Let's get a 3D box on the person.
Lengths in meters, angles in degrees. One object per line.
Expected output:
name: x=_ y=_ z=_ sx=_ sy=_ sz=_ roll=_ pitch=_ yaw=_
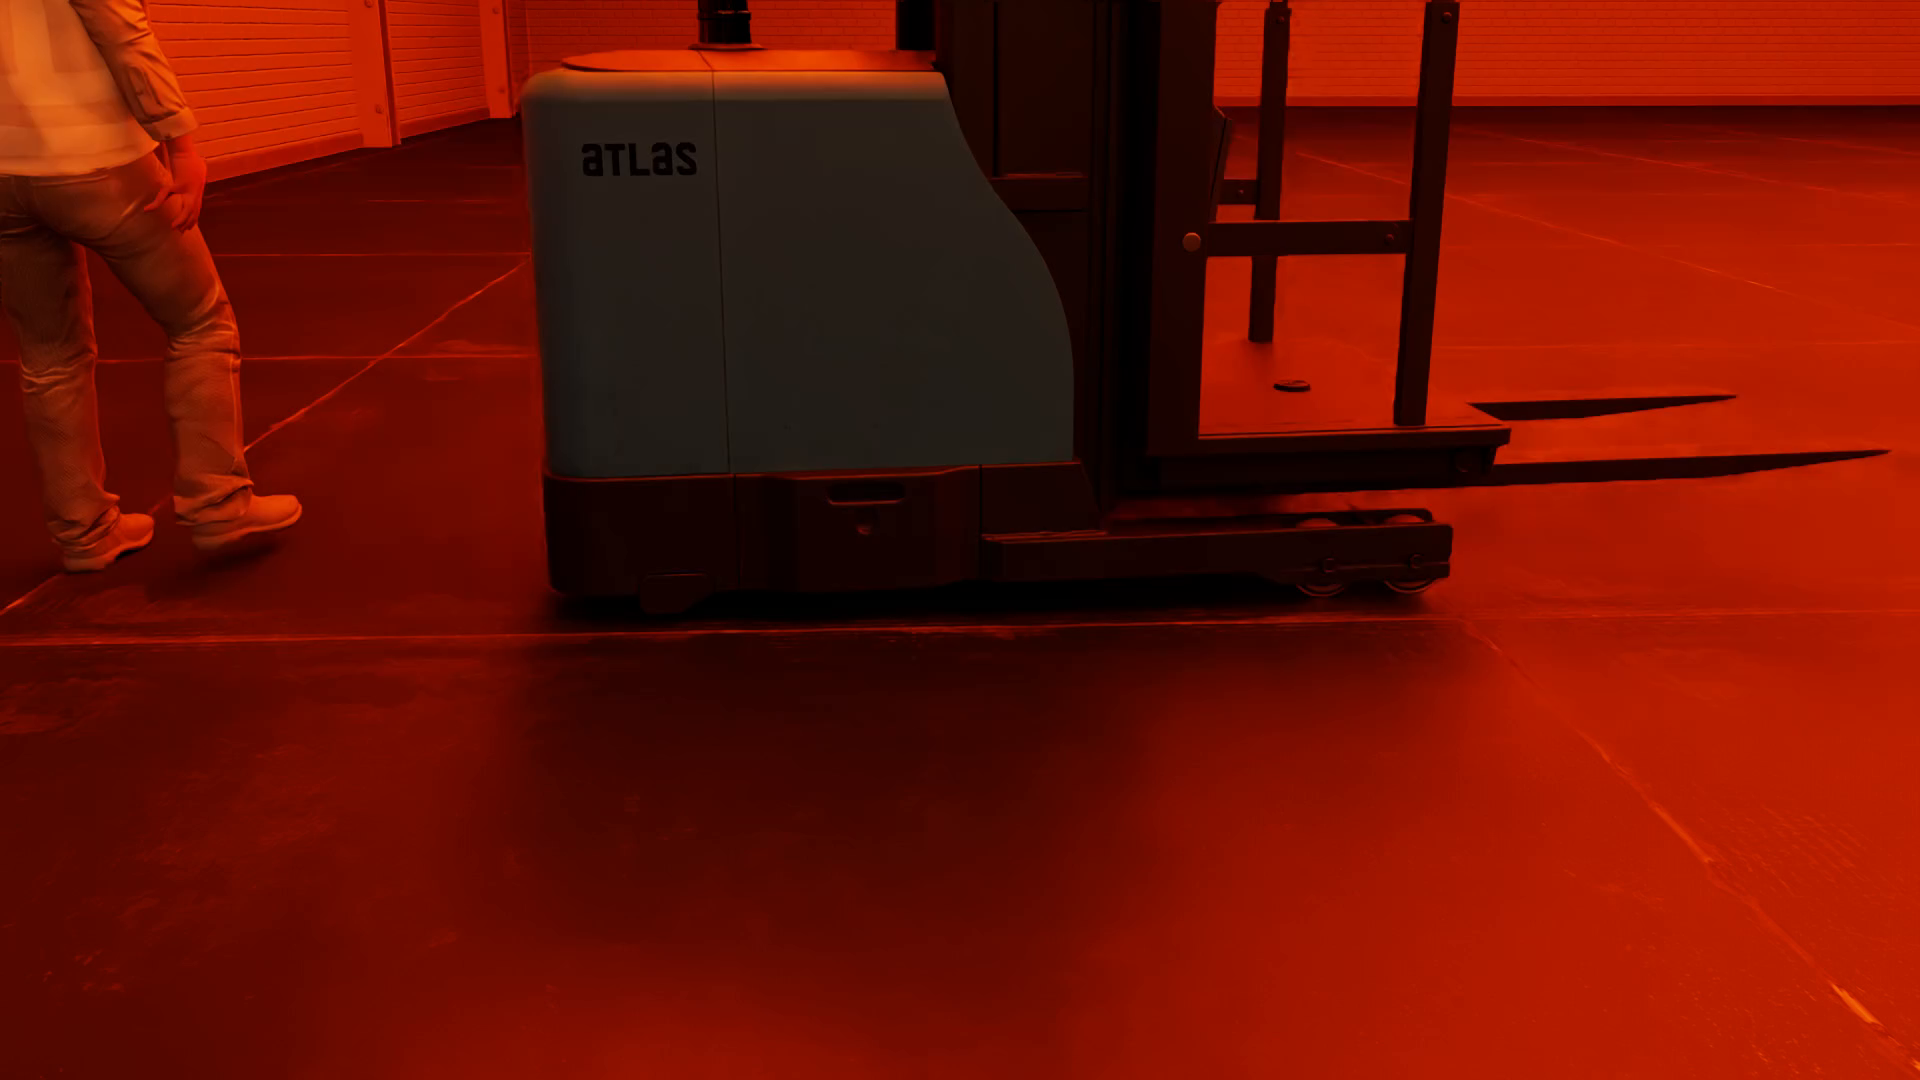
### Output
person: x=-1.873 y=-0.804 z=3.506 sx=0.643 sy=1.779 sz=0.520 roll=3 pitch=17 yaw=9

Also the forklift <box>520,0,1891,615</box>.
forklift: x=0.605 y=-1.430 z=3.582 sx=3.031 sy=2.935 sz=1.130 roll=-2 pitch=17 yaw=-8
